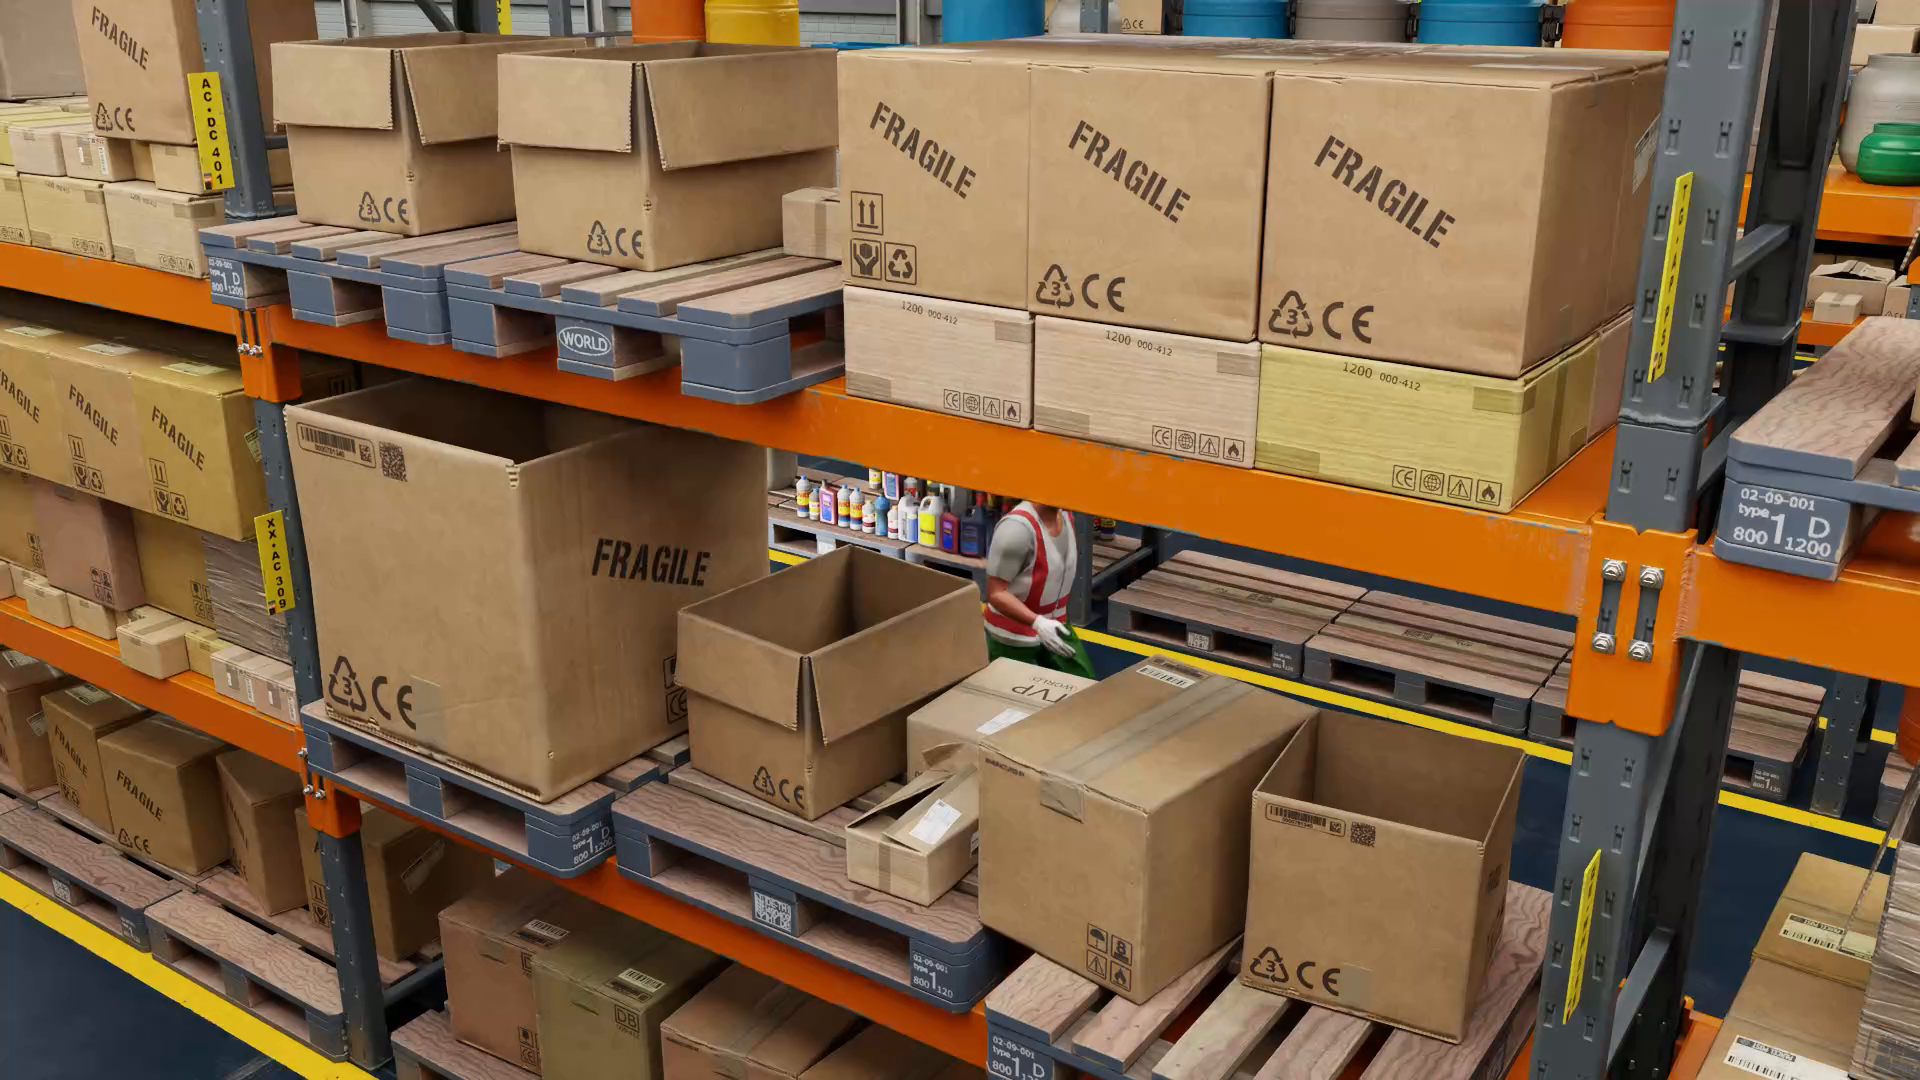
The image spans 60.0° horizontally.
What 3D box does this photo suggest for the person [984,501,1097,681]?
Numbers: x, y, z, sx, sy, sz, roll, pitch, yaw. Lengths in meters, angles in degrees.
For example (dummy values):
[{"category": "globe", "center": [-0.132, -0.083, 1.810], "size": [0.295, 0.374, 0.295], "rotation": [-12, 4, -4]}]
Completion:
[{"category": "person", "center": [0.350, 0.407, 7.443], "size": [0.702, 1.752, 0.686], "rotation": [15, 24, 36]}]
